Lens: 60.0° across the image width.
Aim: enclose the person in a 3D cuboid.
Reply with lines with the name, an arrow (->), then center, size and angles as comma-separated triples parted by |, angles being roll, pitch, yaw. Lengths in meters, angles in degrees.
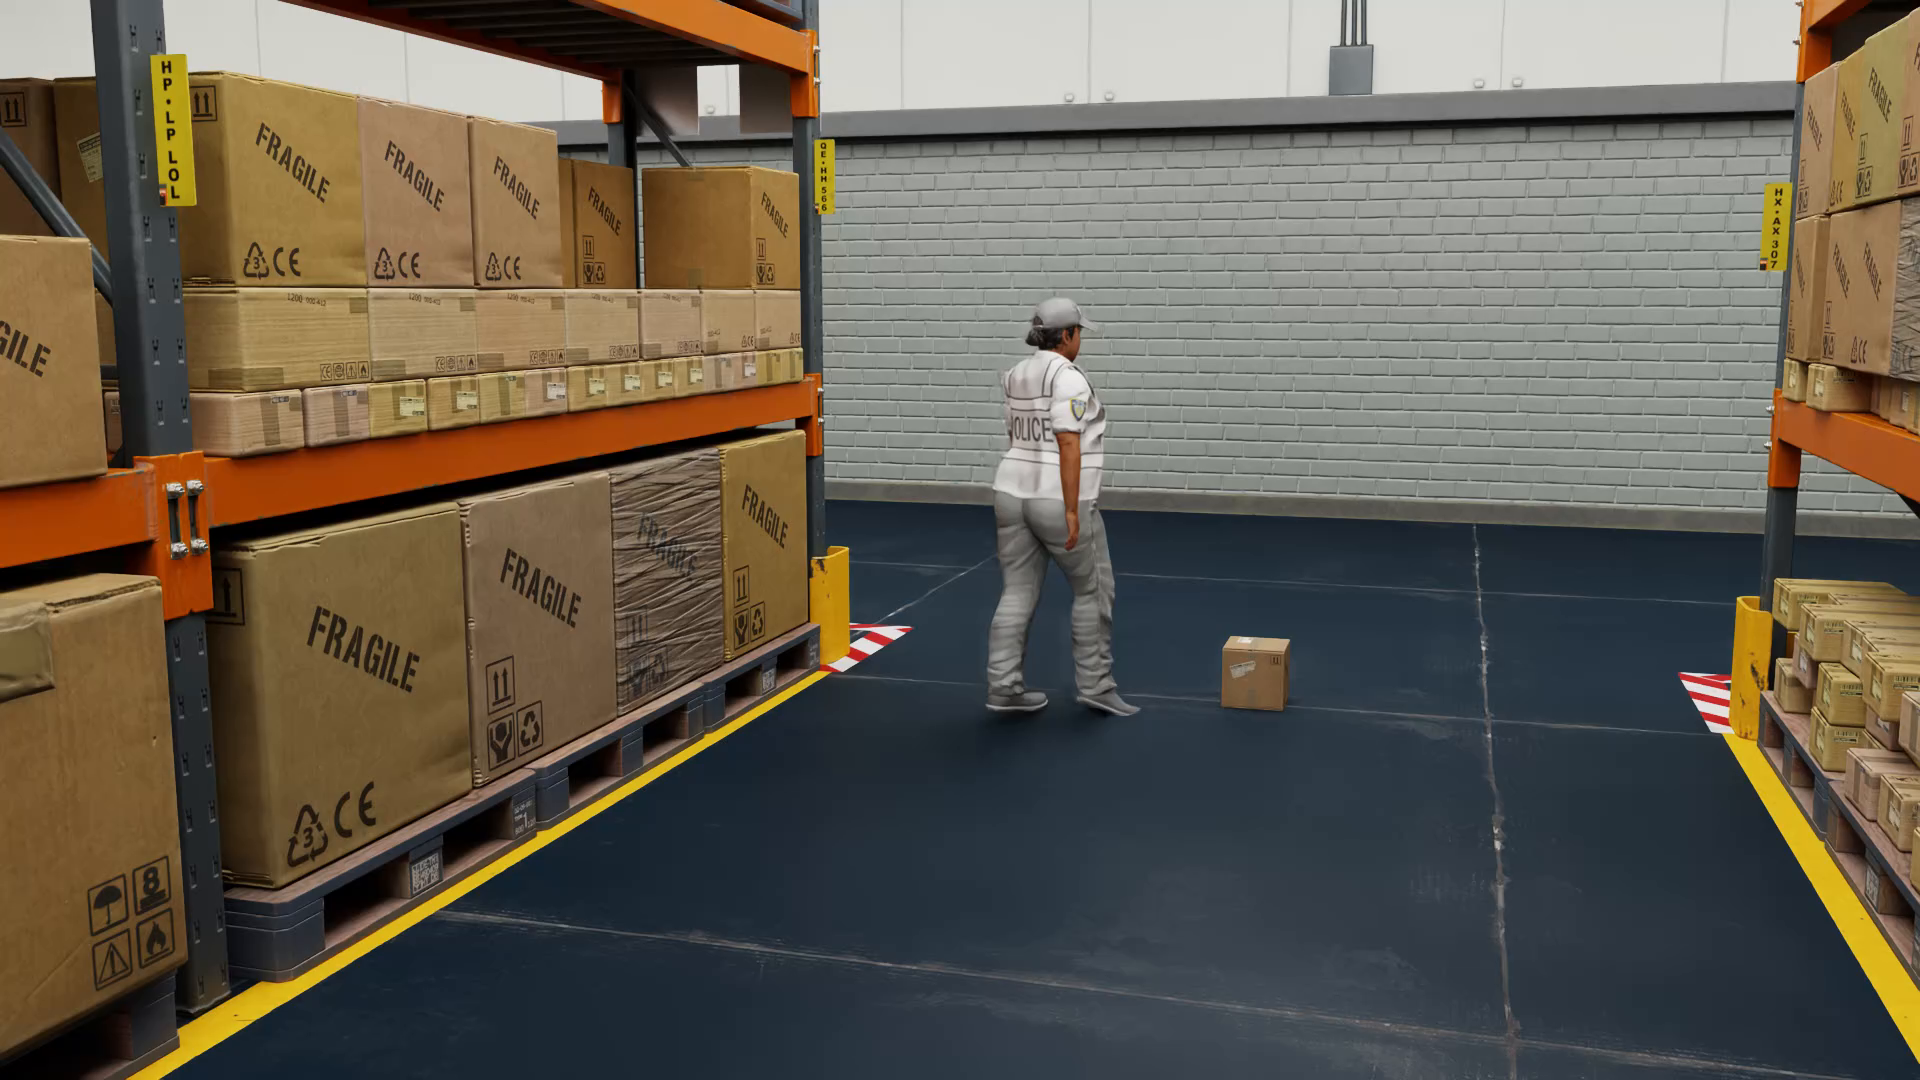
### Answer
person -> 0.374, -0.109, 6.647 | 0.613, 1.707, 0.503 | -7, 11, -41
